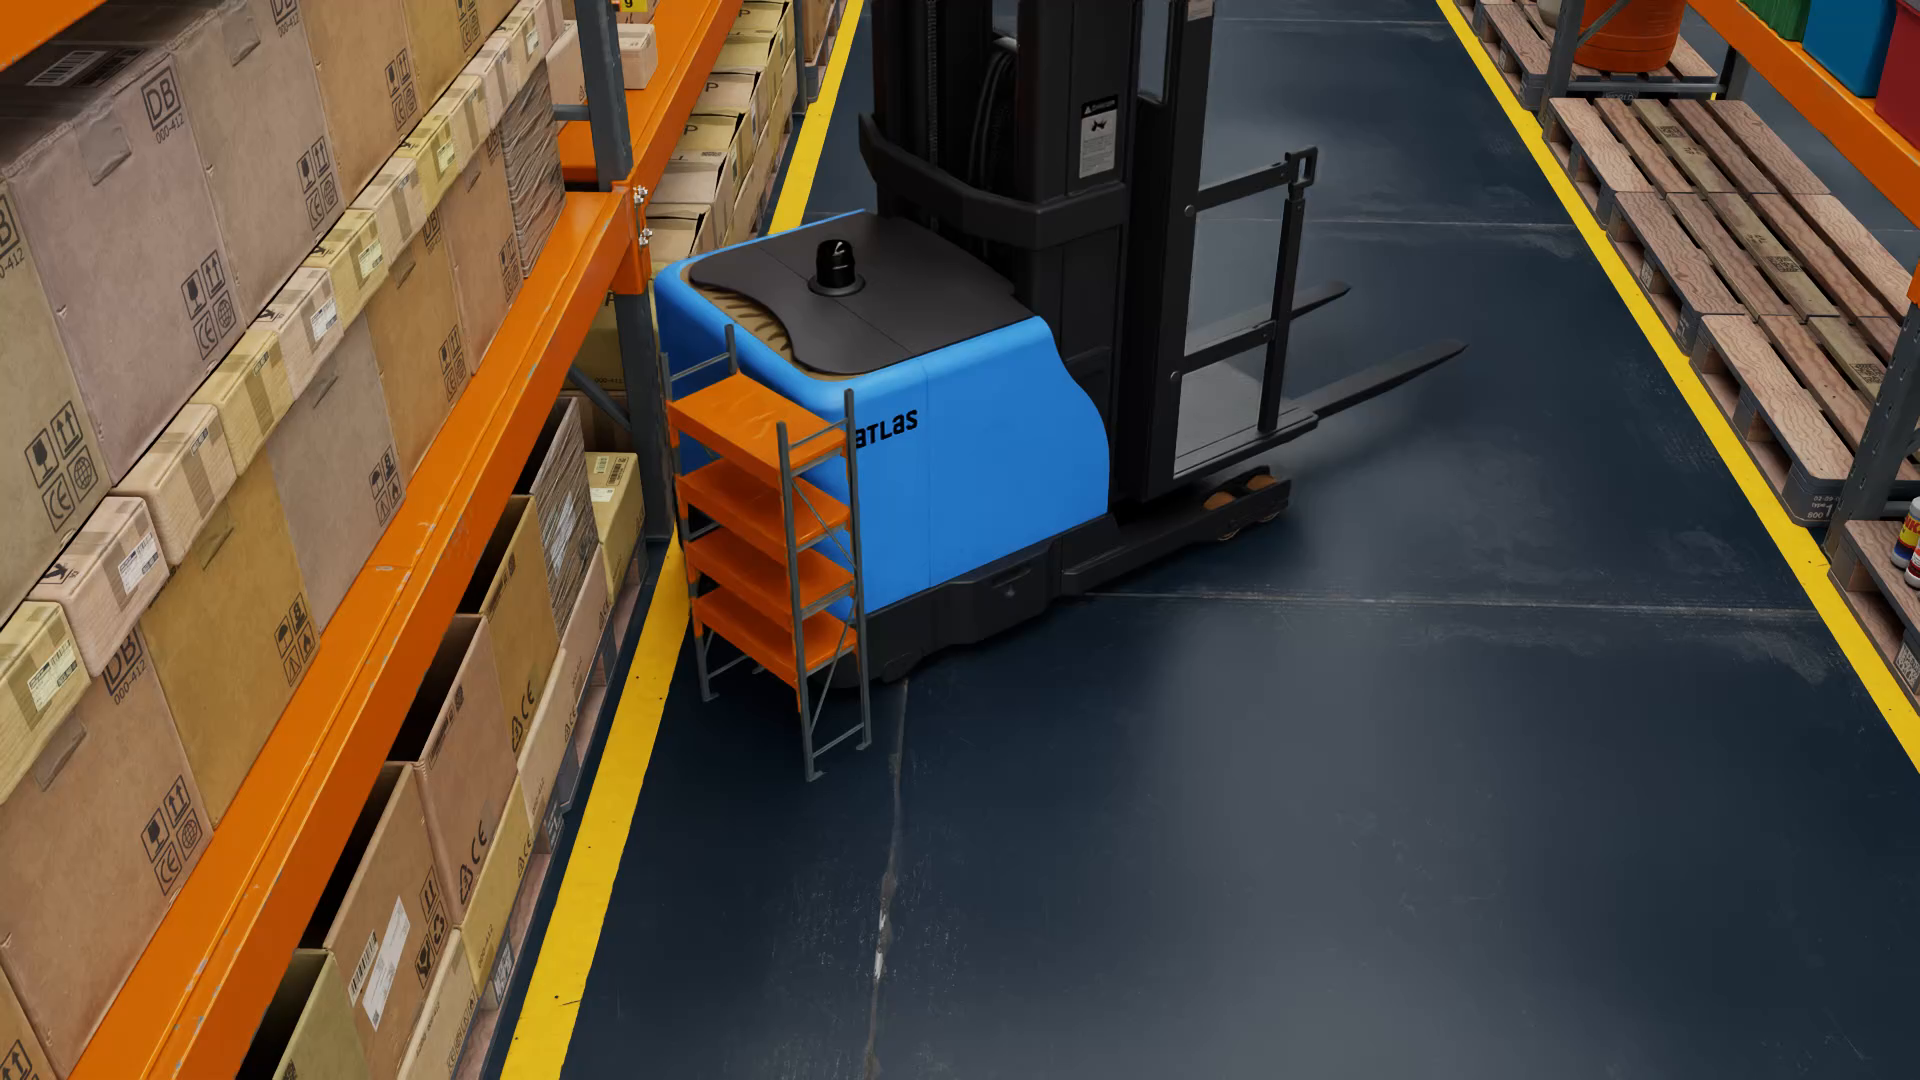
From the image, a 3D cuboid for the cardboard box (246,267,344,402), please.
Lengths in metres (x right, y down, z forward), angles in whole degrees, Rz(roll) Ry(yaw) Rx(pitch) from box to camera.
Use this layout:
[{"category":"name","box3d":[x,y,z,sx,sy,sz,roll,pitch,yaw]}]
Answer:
[{"category":"cardboard box","box3d":[-1.365,-0.380,3.031,0.380,0.149,0.250,2,35,2]}]

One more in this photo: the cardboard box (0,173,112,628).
[{"category":"cardboard box","box3d":[-1.609,-0.143,2.129,0.700,0.500,0.500,0,35,1]}]

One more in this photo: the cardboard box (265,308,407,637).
[{"category":"cardboard box","box3d":[-1.567,-0.169,3.294,0.700,0.500,0.500,2,35,3]}]

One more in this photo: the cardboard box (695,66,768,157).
[{"category":"cardboard box","box3d":[-1.149,-1.948,7.451,0.500,0.311,0.500,1,35,2]}]

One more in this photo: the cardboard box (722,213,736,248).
[{"category":"cardboard box","box3d":[-1.194,-1.133,6.779,0.500,0.250,0.500,0,35,0]}]

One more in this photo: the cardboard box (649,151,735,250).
[{"category":"cardboard box","box3d":[-1.187,-1.361,6.617,0.500,0.311,0.500,0,35,0]}]

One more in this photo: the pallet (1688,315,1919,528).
[{"category":"pallet","box3d":[3.444,-0.463,6.225,1.003,0.211,1.213,1,35,2]}]

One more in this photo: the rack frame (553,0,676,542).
[{"category":"rack frame","box3d":[-1.498,-1.268,4.946,1.000,3.000,0.127,1,35,2]}]

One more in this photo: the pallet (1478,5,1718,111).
[{"category":"pallet","box3d":[3.602,-2.763,9.498,1.003,0.211,1.213,1,35,2]}]

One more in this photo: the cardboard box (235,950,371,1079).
[{"category":"cardboard box","box3d":[-1.396,1.086,2.970,0.500,0.500,0.500,1,35,2]}]

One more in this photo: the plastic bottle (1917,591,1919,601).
[{"category":"plastic bottle","box3d":[2.993,0.103,5.046,0.097,0.201,0.097,0,35,0]}]

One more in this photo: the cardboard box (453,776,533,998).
[{"category":"cardboard box","box3d":[-1.353,0.818,4.003,0.500,0.250,0.500,1,35,2]}]

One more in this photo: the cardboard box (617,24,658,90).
[{"category":"cardboard box","box3d":[-1.258,-1.670,5.736,0.380,0.149,0.250,1,35,2]}]

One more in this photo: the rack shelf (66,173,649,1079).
[{"category":"rack shelf","box3d":[-1.578,0.175,3.518,1.077,0.370,4.000,1,35,2]}]

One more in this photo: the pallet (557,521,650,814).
[{"category":"pallet","box3d":[-1.572,0.328,5.099,1.003,0.211,1.213,1,35,2]}]

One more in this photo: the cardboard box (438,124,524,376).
[{"category":"cardboard box","box3d":[-1.524,-0.751,4.123,0.700,0.500,0.500,1,35,1]}]

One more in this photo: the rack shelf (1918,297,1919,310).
[{"category":"rack shelf","box3d":[3.371,0.291,3.352,1.077,0.370,4.000,1,35,2]}]

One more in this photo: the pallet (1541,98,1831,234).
[{"category":"pallet","box3d":[3.542,-1.865,8.220,1.003,0.211,1.213,1,35,2]}]

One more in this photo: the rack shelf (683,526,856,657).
[{"category":"rack shelf","box3d":[-0.526,0.110,4.665,0.258,0.148,0.480,-30,45,-35]}]

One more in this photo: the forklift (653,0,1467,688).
[{"category":"forklift","box3d":[0.542,-1.423,5.225,3.031,2.935,1.130,-22,41,-28]}]

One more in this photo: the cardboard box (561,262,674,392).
[{"category":"cardboard box","box3d":[-1.232,-0.776,5.784,0.500,0.311,0.500,1,35,2]}]

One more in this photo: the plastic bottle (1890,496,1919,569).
[{"category":"plastic bottle","box3d":[3.001,-0.043,5.192,0.097,0.271,0.097,0,35,0]}]

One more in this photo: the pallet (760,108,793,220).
[{"category":"pallet","box3d":[-1.409,-1.954,8.346,1.003,0.211,1.213,1,35,2]}]

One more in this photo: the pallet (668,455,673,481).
[{"category":"pallet","box3d":[-1.507,-0.552,6.352,1.003,0.211,1.213,1,35,2]}]

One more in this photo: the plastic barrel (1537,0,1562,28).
[{"category":"plastic barrel","box3d":[3.548,-3.212,9.510,0.421,0.512,0.421,0,35,0]}]

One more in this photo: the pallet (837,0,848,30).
[{"category":"pallet","box3d":[-1.218,-3.553,10.622,1.003,0.211,1.213,1,35,2]}]

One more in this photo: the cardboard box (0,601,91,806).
[{"category":"cardboard box","box3d":[-1.408,0.208,2.194,0.380,0.149,0.250,1,35,2]}]

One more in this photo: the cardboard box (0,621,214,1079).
[{"category":"cardboard box","box3d":[-1.611,0.419,2.458,0.700,0.500,0.500,2,35,3]}]

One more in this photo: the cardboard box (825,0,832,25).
[{"category":"cardboard box","box3d":[-1.018,-3.280,9.599,0.500,0.500,0.500,0,35,0]}]

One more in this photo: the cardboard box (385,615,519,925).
[{"category":"cardboard box","box3d":[-1.352,0.511,3.788,0.500,0.500,0.500,1,35,2]}]

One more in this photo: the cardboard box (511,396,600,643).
[{"category":"cardboard box","box3d":[-1.330,-0.064,4.606,0.500,0.500,0.500,1,35,2]}]

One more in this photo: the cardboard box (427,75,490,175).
[{"category":"cardboard box","box3d":[-1.324,-0.970,3.871,0.380,0.149,0.250,1,35,2]}]

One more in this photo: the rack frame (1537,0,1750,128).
[{"category":"rack frame","box3d":[3.612,-3.450,8.050,1.000,3.000,0.127,1,35,2]}]

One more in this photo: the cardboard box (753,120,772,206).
[{"category":"cardboard box","box3d":[-1.155,-1.720,7.615,0.500,0.250,0.500,2,35,3]}]

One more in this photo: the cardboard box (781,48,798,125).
[{"category":"cardboard box","box3d":[-1.114,-2.306,8.448,0.500,0.250,0.500,2,35,3]}]

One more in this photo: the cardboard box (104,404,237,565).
[{"category":"cardboard box","box3d":[-1.388,-0.090,2.619,0.380,0.149,0.250,0,35,0]}]

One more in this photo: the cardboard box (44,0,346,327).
[{"category":"cardboard box","box3d":[-1.570,-0.720,2.951,0.700,0.500,0.500,1,35,2]}]

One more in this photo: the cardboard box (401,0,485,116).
[{"category":"cardboard box","box3d":[-1.528,-1.295,3.768,0.700,0.500,0.500,1,35,2]}]

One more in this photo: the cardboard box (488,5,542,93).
[{"category":"cardboard box","box3d":[-1.307,-1.272,4.300,0.380,0.149,0.250,1,35,1]}]

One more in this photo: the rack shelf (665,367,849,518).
[{"category":"rack shelf","box3d":[-0.529,-0.265,4.398,0.258,0.148,0.480,-30,45,-35]}]

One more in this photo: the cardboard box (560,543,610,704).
[{"category":"cardboard box","box3d":[-1.328,0.243,4.821,0.500,0.250,0.500,1,35,2]}]

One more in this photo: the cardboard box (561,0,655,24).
[{"category":"cardboard box","box3d":[-1.429,-2.053,5.975,0.500,0.500,0.500,4,35,5]}]

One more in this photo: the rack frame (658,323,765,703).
[{"category":"rack frame","box3d":[-0.697,-0.045,4.769,0.240,1.200,0.015,-30,45,-35]}]

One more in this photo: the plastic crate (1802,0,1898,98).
[{"category":"plastic crate","box3d":[3.185,-1.786,5.697,0.392,0.384,0.575,1,35,2]}]

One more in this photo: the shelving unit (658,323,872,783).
[{"category":"shelving unit","box3d":[-0.526,0.055,4.626,0.258,1.200,0.503,-30,45,-35]}]

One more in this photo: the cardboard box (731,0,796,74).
[{"category":"cardboard box","box3d":[-1.112,-2.536,8.289,0.500,0.311,0.500,2,35,3]}]

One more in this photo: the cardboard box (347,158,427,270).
[{"category":"cardboard box","box3d":[-1.347,-0.684,3.464,0.380,0.149,0.250,2,35,3]}]
